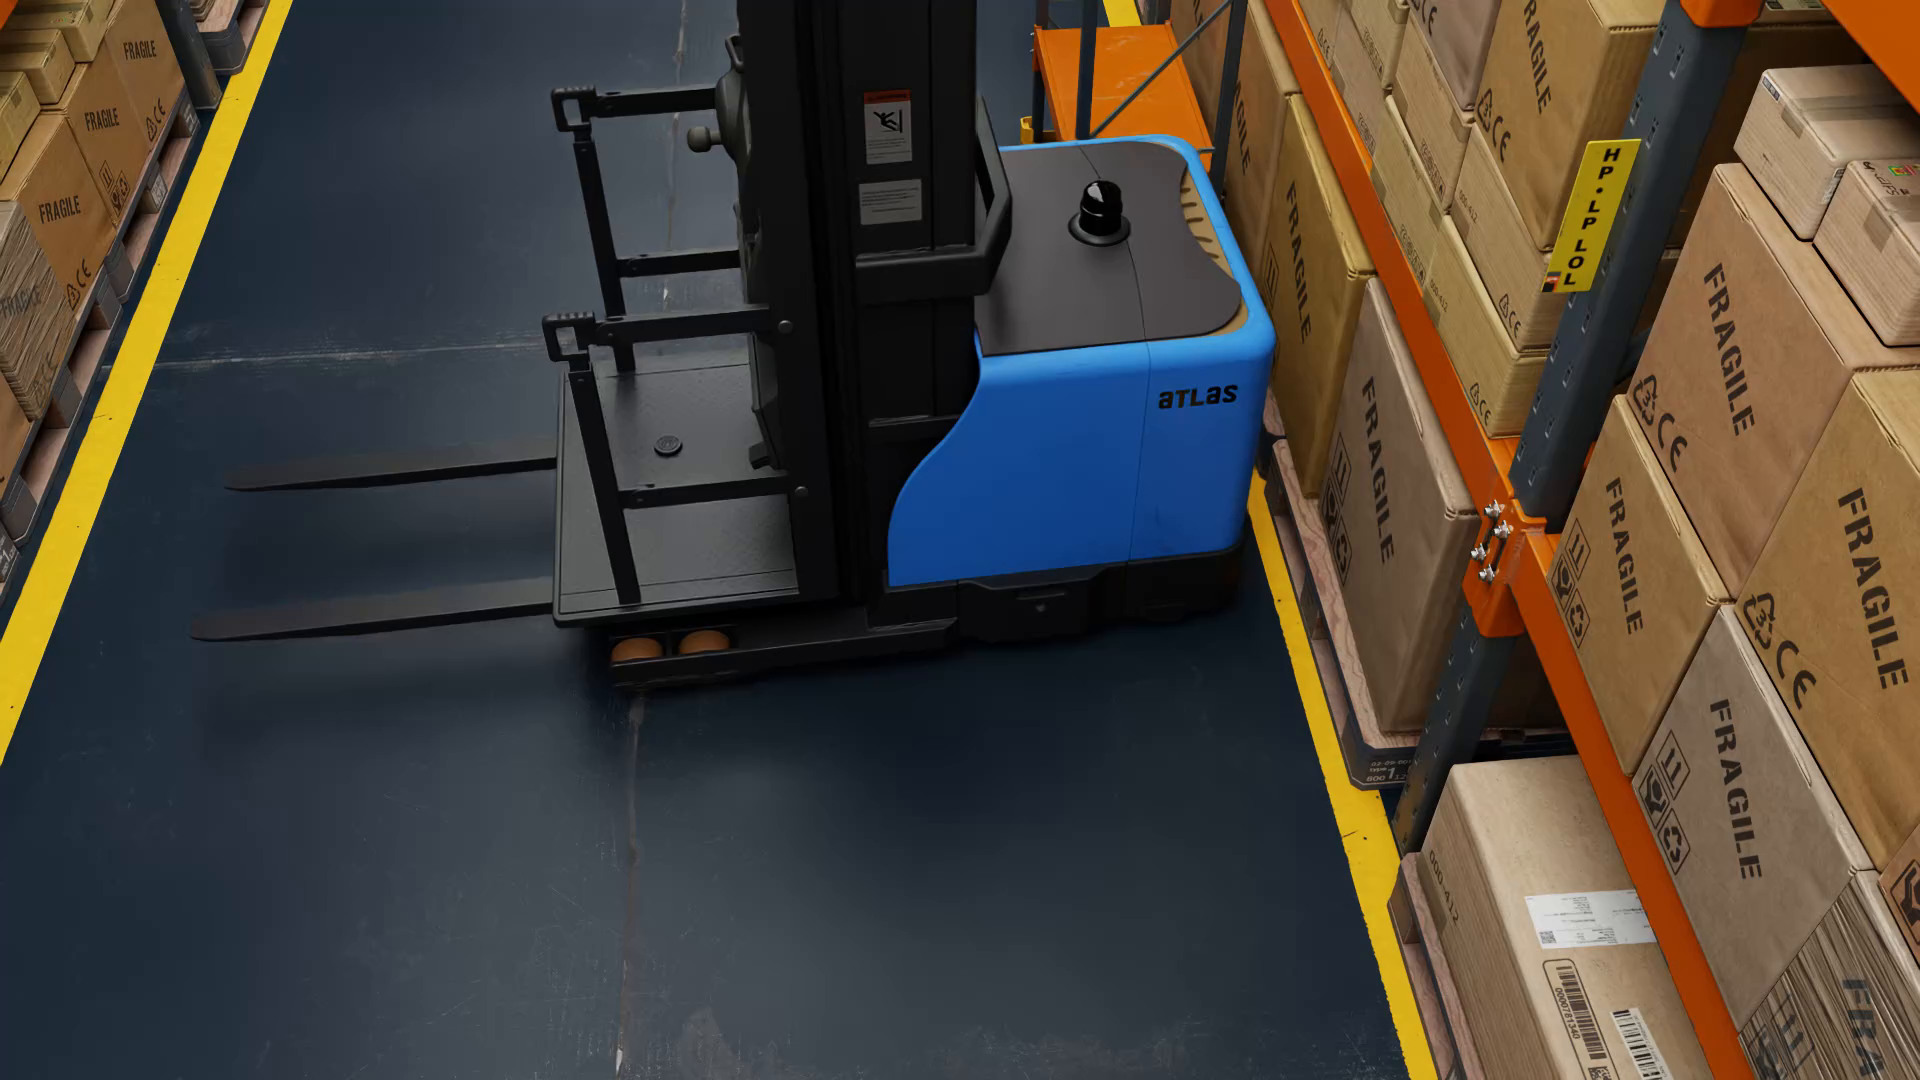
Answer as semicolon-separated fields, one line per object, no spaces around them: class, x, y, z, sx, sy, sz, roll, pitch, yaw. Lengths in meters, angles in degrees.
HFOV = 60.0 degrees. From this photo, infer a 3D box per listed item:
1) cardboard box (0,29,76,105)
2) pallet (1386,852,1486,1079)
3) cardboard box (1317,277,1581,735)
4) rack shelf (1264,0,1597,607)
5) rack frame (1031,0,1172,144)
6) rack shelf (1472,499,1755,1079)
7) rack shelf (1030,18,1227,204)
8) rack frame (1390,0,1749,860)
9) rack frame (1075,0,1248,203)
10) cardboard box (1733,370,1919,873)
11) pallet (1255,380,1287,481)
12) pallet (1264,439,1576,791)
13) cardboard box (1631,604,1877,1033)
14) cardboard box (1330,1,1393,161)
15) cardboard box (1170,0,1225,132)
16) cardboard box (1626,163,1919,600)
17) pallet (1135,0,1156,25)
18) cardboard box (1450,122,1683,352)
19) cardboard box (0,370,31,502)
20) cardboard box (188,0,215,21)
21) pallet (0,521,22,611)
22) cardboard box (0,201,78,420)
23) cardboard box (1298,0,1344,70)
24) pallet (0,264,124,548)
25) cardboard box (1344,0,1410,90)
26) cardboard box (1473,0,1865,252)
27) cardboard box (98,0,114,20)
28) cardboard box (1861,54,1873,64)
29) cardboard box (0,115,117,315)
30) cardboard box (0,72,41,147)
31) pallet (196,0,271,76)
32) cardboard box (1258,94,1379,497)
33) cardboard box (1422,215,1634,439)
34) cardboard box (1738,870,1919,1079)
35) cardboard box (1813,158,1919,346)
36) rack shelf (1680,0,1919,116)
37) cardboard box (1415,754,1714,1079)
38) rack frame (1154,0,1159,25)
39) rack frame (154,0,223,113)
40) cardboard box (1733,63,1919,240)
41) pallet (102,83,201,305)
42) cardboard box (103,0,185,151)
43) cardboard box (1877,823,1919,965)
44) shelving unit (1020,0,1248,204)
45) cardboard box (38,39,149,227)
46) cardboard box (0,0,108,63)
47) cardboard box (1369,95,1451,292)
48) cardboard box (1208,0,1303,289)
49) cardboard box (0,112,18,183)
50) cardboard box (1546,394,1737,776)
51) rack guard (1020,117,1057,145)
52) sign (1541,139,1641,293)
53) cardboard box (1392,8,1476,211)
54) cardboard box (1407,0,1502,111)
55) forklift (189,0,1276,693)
cardboard box;-3.282;-1.613;5.697;0.380;0.149;0.250;-5;47;-5
pallet;1.659;1.268;3.904;1.003;0.211;1.213;-3;47;-3
cardboard box;1.542;-0.104;4.456;0.875;0.875;0.875;-2;47;-2
rack shelf;1.506;-1.446;5.049;1.077;0.370;4.000;-3;47;-3
rack frame;0.528;-1.989;6.101;0.500;1.500;0.032;-4;47;-4
rack shelf;1.841;1.448;2.308;1.077;0.370;4.000;-3;47;-3
rack shelf;0.574;-1.498;5.883;0.538;0.185;1.000;-4;47;-4
rack frame;1.673;-0.246;3.417;1.000;3.000;0.127;-3;47;-3
rack frame;0.620;-1.254;5.404;0.500;1.500;0.032;-4;47;-4
cardboard box;1.508;0.101;2.331;0.500;0.500;0.500;-4;47;-4
pallet;1.428;-0.726;5.792;1.003;0.211;1.213;-3;47;-3
pallet;1.534;0.159;4.954;1.003;0.211;1.213;-3;47;-3
cardboard box;1.490;0.439;2.699;0.500;0.500;0.500;-3;47;-3
cardboard box;1.320;-1.238;4.460;0.500;0.250;0.500;-5;47;-4
cardboard box;1.313;-2.049;6.299;0.875;0.875;0.875;-4;47;-4
cardboard box;1.472;-0.265;2.677;0.500;0.500;0.500;-3;47;-3
pallet;1.274;-2.747;7.706;1.003;0.211;1.213;-3;47;-3
cardboard box;1.394;-0.671;3.578;0.500;0.250;0.500;-4;47;-3
cardboard box;-3.181;-0.336;4.935;0.500;0.500;0.500;-5;47;-4
cardboard box;-3.646;-2.616;7.008;0.875;0.625;0.625;-2;47;-2
pallet;-3.378;0.431;4.696;1.003;0.211;1.213;-3;47;-3
cardboard box;-3.218;-0.712;5.291;0.500;0.500;0.500;-5;47;-5
cardboard box;1.272;-1.612;4.814;0.500;0.250;0.500;-3;47;-3
pallet;-3.484;-0.454;5.534;1.003;0.211;1.213;-3;47;-3
cardboard box;1.295;-1.406;4.275;0.500;0.250;0.500;-2;47;-2
cardboard box;1.386;-0.932;3.309;0.500;0.500;0.500;-2;47;-2
cardboard box;-3.314;-2.002;6.065;0.380;0.149;0.250;-6;47;-5
cardboard box;1.923;-0.960;3.336;0.500;0.500;0.500;-3;47;-3
cardboard box;-3.280;-1.086;5.645;0.500;0.500;0.500;-2;47;-2
cardboard box;-3.305;-1.419;5.514;0.380;0.149;0.250;-2;47;-2
pallet;-3.638;-2.475;7.448;1.003;0.211;1.213;-3;47;-3
cardboard box;1.458;-0.757;5.075;0.875;0.875;0.875;-2;47;-2
cardboard box;1.384;-0.504;3.764;0.500;0.250;0.500;-4;47;-4
cardboard box;1.525;0.800;2.358;0.500;0.500;0.500;-3;47;-3
cardboard box;1.479;-0.419;2.376;0.380;0.149;0.250;-3;47;-3
rack shelf;1.841;0.417;1.219;1.077;0.370;4.000;-3;47;-3
cardboard box;1.619;0.951;3.758;0.875;0.438;0.875;-4;47;-4
rack frame;1.338;-3.140;6.158;1.000;3.000;0.127;-3;47;-3
rack frame;-3.608;-2.836;5.870;1.000;3.000;0.127;-3;47;-3
cardboard box;1.441;-0.603;2.551;0.380;0.149;0.250;-4;47;-4
pallet;-3.583;-1.334;6.368;1.003;0.211;1.213;-3;47;-3
cardboard box;-3.358;-1.828;6.347;0.500;0.500;0.500;-2;47;-2
cardboard box;1.539;0.472;1.979;0.500;0.500;0.500;-3;47;-3
shelving unit;0.575;-1.615;5.746;0.587;1.500;1.083;-4;47;-4
cardboard box;-3.327;-1.465;6.004;0.500;0.500;0.500;-4;47;-4
cardboard box;-3.260;-1.806;5.880;0.380;0.149;0.250;-6;47;-5
cardboard box;1.343;-0.872;4.113;0.500;0.250;0.500;-4;47;-4
cardboard box;1.384;-1.403;5.687;0.875;0.875;0.875;-3;47;-3
cardboard box;-3.284;-1.239;5.343;0.380;0.149;0.250;-4;47;-4
cardboard box;1.452;0.075;3.044;0.500;0.500;0.500;-2;47;-2
rack guard;0.530;-1.545;6.541;0.587;0.250;0.087;-4;47;-4
sign;1.133;-0.577;2.988;0.100;0.325;0.005;-3;47;-3
cardboard box;1.345;-1.032;3.920;0.500;0.250;0.500;-2;47;-2
cardboard box;1.335;-1.306;3.664;0.500;0.500;0.500;-3;47;-3
forklift;-0.723;-0.980;4.160;3.031;2.935;1.130;-6;47;-6
